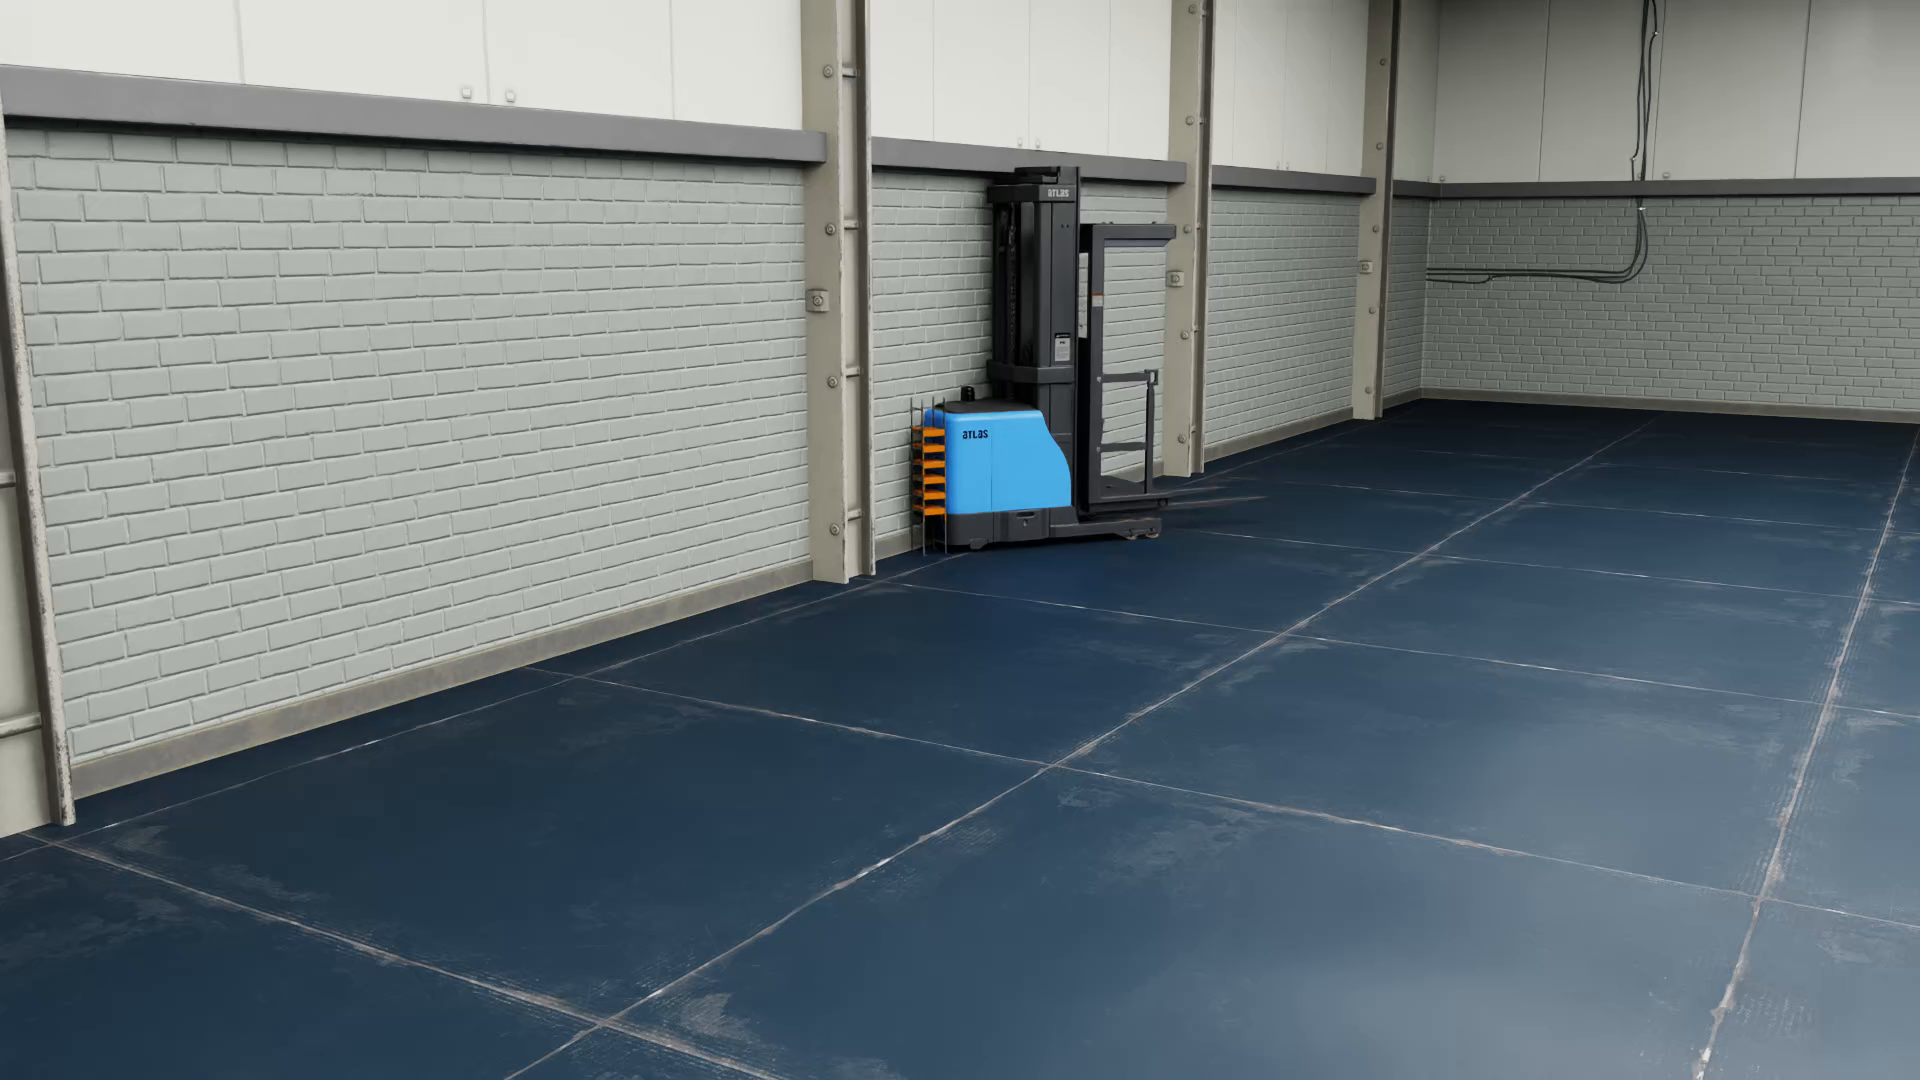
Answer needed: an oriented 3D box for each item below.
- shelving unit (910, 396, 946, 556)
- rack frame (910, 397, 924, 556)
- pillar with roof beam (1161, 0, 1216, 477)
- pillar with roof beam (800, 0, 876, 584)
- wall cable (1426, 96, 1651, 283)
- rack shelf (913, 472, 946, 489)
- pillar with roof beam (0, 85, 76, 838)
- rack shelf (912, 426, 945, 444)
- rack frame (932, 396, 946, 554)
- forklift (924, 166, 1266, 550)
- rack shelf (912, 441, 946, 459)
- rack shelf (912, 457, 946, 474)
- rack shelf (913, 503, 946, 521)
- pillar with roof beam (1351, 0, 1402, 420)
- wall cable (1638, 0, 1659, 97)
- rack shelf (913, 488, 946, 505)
[{"bbox_3d":[-0.243,-0.492,12.728,0.189,1.200,0.258,-5,11,-24],"label":"shelving unit"},{"bbox_3d":[-0.327,-0.485,12.691,0.006,1.200,0.240,-5,11,-24],"label":"rack frame"},{"bbox_3d":[5.951,-4.693,13.980,9.100,9.000,0.400,6,12,31],"label":"pillar with roof beam"},{"bbox_3d":[2.836,-3.749,8.940,9.100,9.000,0.400,6,12,31],"label":"pillar with roof beam"},{"bbox_3d":[8.047,-4.858,23.303,3.097,2.526,0.112,6,12,31],"label":"wall cable"},{"bbox_3d":[-0.243,-0.448,12.736,0.180,0.103,0.258,-5,11,-24],"label":"rack shelf"},{"bbox_3d":[-0.279,-2.805,3.899,9.100,9.000,0.400,6,12,31],"label":"pillar with roof beam"},{"bbox_3d":[-0.244,-0.803,12.673,0.180,0.103,0.258,-5,11,-24],"label":"rack shelf"},{"bbox_3d":[-0.160,-0.499,12.765,0.006,1.200,0.240,-5,11,-24],"label":"rack frame"},{"bbox_3d":[1.076,-1.525,13.547,3.031,2.935,1.130,-5,12,-24],"label":"forklift"},{"bbox_3d":[-0.244,-0.685,12.694,0.180,0.103,0.258,-5,11,-24],"label":"rack shelf"},{"bbox_3d":[-0.243,-0.566,12.715,0.180,0.103,0.258,-5,11,-24],"label":"rack shelf"},{"bbox_3d":[-0.242,-0.212,12.777,0.180,0.103,0.258,-5,11,-24],"label":"rack shelf"},{"bbox_3d":[9.066,-5.636,19.021,9.100,9.000,0.400,6,12,31],"label":"pillar with roof beam"},{"bbox_3d":[10.359,-7.082,21.458,3.097,2.526,0.112,6,12,31],"label":"wall cable"},{"bbox_3d":[-0.242,-0.330,12.757,0.180,0.103,0.258,-5,11,-24],"label":"rack shelf"}]
